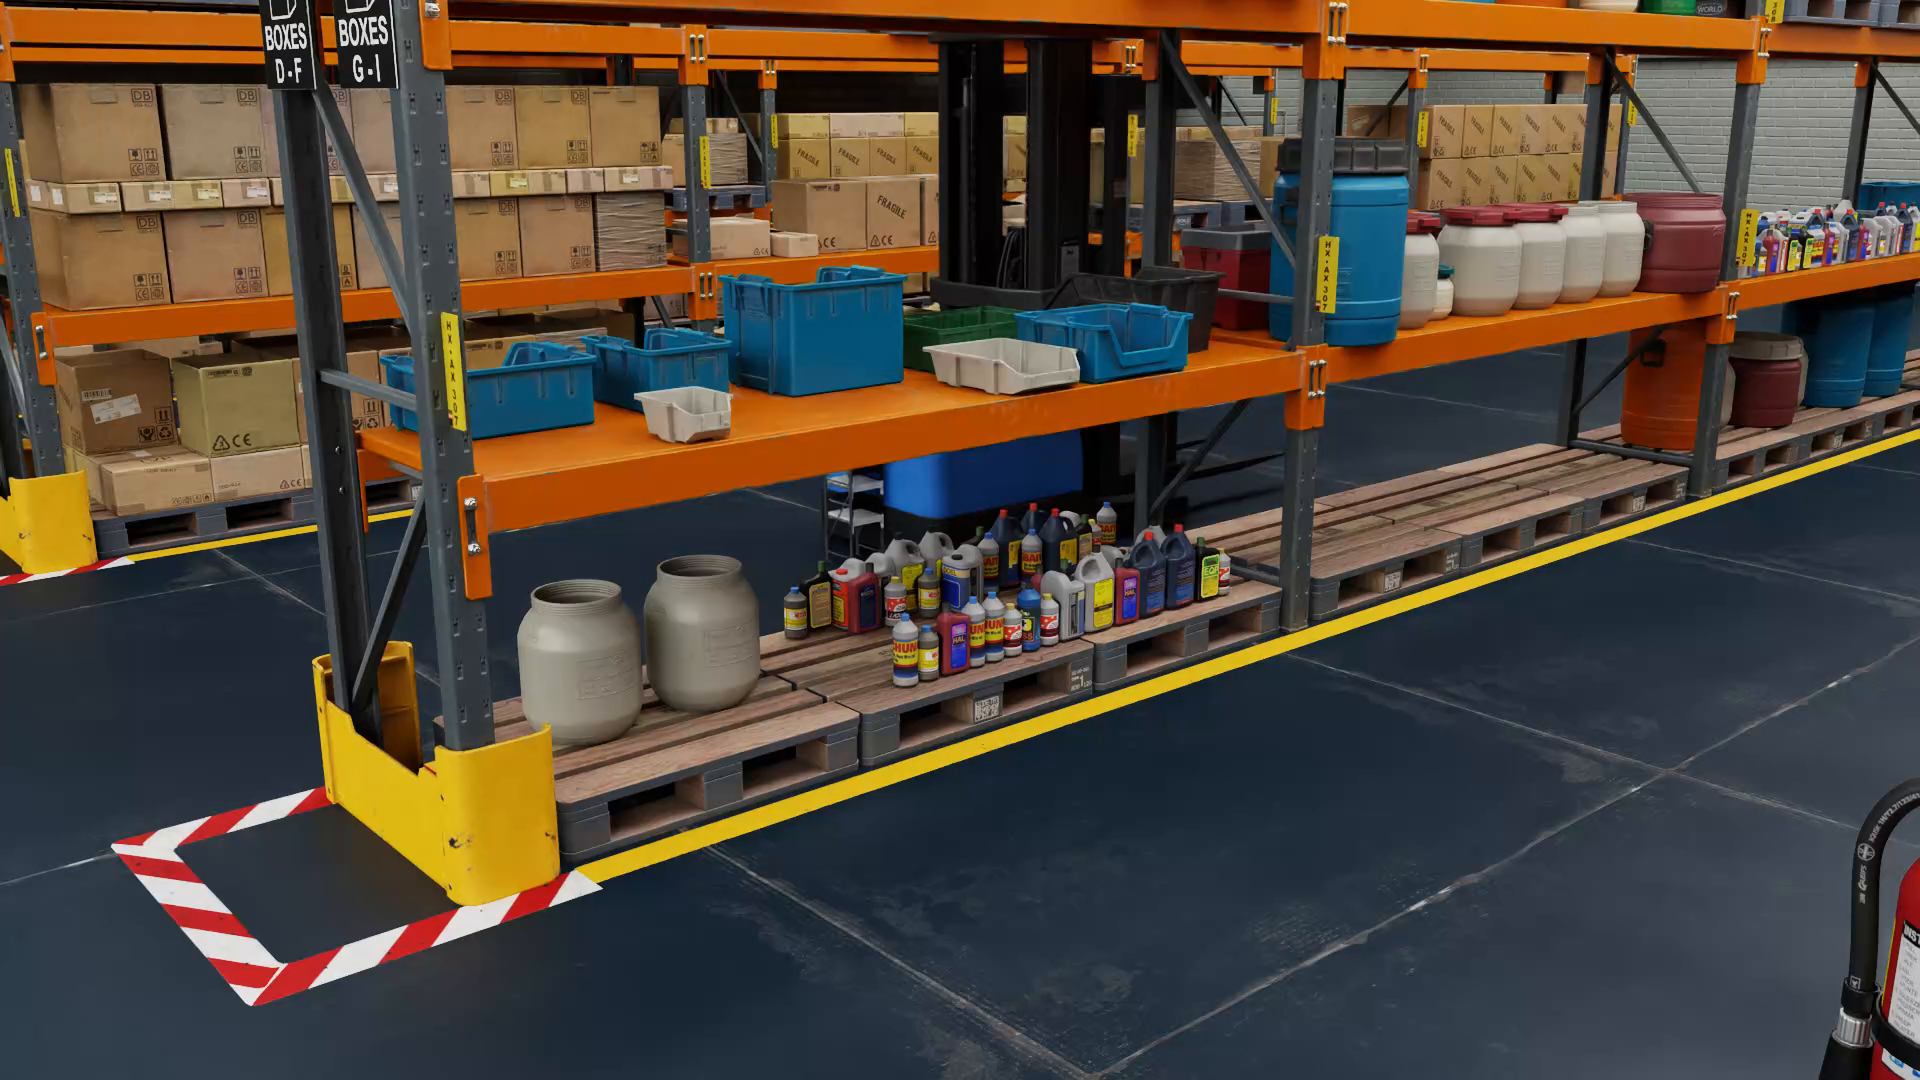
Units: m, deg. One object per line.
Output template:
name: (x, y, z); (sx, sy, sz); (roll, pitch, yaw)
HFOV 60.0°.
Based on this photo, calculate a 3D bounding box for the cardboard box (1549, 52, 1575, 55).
cardboard box: (6.074, -5.190, 17.347); (0.500, 0.250, 0.500); (-13, 19, -39)

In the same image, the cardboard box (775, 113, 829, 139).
cardboard box: (-1.715, -4.326, 17.371); (0.500, 0.250, 0.500); (-12, 19, -38)

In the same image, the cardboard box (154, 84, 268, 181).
cardboard box: (-4.235, -2.262, 9.199); (0.500, 0.500, 0.700); (-13, 20, -41)

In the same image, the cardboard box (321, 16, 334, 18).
cardboard box: (-5.486, -4.426, 13.962); (0.500, 0.500, 0.500); (-12, 19, -38)

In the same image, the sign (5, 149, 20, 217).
sign: (-4.669, -1.759, 8.191); (0.005, 0.325, 0.100); (-13, 19, -39)

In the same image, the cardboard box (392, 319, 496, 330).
cardboard box: (-3.321, -1.139, 10.762); (0.500, 0.500, 0.500); (-13, 19, -39)

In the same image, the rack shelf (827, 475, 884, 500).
rack shelf: (-0.556, -0.281, 8.687); (0.200, 0.077, 0.258); (-12, 19, -39)

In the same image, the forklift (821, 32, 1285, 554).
forklift: (0.684, -1.566, 9.432); (3.031, 2.935, 1.130); (-12, 19, -39)

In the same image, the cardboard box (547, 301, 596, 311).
cardboard box: (-3.953, -2.361, 16.270); (0.500, 0.500, 0.700); (-12, 19, -39)

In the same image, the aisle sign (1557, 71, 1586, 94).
aisle sign: (6.900, -5.447, 18.791); (0.004, 0.787, 0.394); (-13, 19, -39)

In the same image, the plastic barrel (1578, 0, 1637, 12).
plastic barrel: (3.449, -2.923, 8.837); (0.301, 0.262, 0.301); (0, 15, 0)

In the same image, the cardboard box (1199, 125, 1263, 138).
cardboard box: (3.409, -5.142, 22.107); (0.700, 0.700, 0.980); (-12, 19, -37)

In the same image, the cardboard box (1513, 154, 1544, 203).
cardboard box: (5.733, -3.784, 17.410); (0.500, 0.500, 0.500); (-13, 20, -40)

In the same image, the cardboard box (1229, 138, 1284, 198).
cardboard box: (2.732, -3.384, 15.099); (0.700, 0.500, 0.500); (10, 18, 33)

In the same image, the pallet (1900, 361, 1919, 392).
pallet: (7.802, -1.264, 13.574); (1.213, 0.211, 1.003); (-13, 19, -39)

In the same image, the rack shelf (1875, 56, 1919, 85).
rack shelf: (8.781, -3.920, 13.694); (4.000, 0.370, 1.077); (-13, 19, -39)

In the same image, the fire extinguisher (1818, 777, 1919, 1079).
fire extinguisher: (1.082, 0.485, 1.772); (0.183, 0.674, 0.296); (-13, 19, -39)

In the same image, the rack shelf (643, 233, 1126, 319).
rack shelf: (-0.502, -2.080, 12.620); (4.000, 0.370, 1.077); (-13, 19, -39)

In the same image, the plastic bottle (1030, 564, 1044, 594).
plastic bottle: (0.357, 0.234, 6.972); (0.133, 0.283, 0.061); (-13, 19, -39)

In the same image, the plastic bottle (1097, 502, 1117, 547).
plastic bottle: (0.709, -0.050, 8.059); (0.097, 0.271, 0.097); (0, 15, 0)

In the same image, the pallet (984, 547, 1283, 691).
pallet: (0.704, 0.329, 7.610); (1.213, 0.211, 1.003); (-13, 19, -39)

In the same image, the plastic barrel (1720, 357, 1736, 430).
plastic barrel: (4.980, -1.002, 11.195); (0.421, 0.512, 0.421); (0, 15, 0)

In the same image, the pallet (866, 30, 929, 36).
pallet: (-0.289, -3.802, 12.226); (1.213, 0.211, 1.003); (-12, 19, -37)

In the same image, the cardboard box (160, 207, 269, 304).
cardboard box: (-4.275, -1.626, 9.332); (0.500, 0.500, 0.700); (-12, 19, -38)

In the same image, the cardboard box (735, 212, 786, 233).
cardboard box: (-1.468, -2.209, 11.967); (0.258, 0.266, 0.396); (-13, 20, -41)

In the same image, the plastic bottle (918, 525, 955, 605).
plastic bottle: (-0.107, 0.103, 7.332); (0.185, 0.351, 0.144); (-13, 20, -40)

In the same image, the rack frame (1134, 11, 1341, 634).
rack frame: (1.238, -1.124, 7.646); (0.127, 3.000, 1.000); (-13, 19, -39)

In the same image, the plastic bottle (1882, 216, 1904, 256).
plastic bottle: (6.531, -2.142, 11.698); (0.135, 0.276, 0.152); (-13, 19, -39)

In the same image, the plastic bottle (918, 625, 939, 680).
plastic bottle: (-0.130, 0.429, 6.402); (0.097, 0.201, 0.097); (0, 15, 0)

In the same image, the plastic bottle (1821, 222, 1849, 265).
plastic bottle: (5.840, -1.987, 11.117); (0.135, 0.276, 0.152); (-13, 19, -39)

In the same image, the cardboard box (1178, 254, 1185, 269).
cardboard box: (2.367, -2.522, 15.419); (0.500, 0.250, 0.500); (-13, 20, -40)

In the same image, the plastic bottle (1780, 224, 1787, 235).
plastic bottle: (5.896, -2.162, 11.916); (0.097, 0.201, 0.097); (0, 15, 0)

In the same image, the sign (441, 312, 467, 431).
sign: (-1.422, -0.472, 4.670); (0.005, 0.325, 0.100); (-13, 19, -39)

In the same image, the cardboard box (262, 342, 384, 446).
cardboard box: (-3.733, -0.868, 9.748); (0.500, 0.500, 0.500); (-13, 19, -39)

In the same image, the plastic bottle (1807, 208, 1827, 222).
plastic bottle: (6.397, -2.353, 12.488); (0.135, 0.276, 0.152); (-13, 19, -39)

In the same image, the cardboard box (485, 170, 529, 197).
cardboard box: (-2.844, -2.191, 10.189); (0.250, 0.149, 0.380); (-13, 20, -40)

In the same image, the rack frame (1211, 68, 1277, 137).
rack frame: (3.787, -5.086, 22.477); (0.127, 3.000, 1.000); (-13, 19, -39)

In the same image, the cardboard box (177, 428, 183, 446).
cardboard box: (-4.449, -0.521, 9.904); (0.500, 0.250, 0.500); (-13, 19, -39)

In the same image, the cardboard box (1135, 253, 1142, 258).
cardboard box: (2.171, -3.681, 21.248); (0.500, 0.500, 0.700); (-12, 19, -38)

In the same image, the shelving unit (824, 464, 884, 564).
shelving unit: (-0.556, -0.313, 8.679); (0.210, 0.900, 0.258); (-12, 19, -39)

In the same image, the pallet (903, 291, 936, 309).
pallet: (-0.684, -2.708, 18.978); (1.213, 0.211, 1.003); (-13, 19, -39)

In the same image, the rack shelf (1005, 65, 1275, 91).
rack shelf: (2.278, -5.848, 20.914); (4.000, 0.370, 1.077); (-13, 19, -39)

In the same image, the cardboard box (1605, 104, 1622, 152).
cardboard box: (6.886, -4.524, 18.244); (0.500, 0.500, 0.500); (-13, 20, -40)

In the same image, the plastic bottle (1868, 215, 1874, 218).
plastic bottle: (6.436, -2.161, 11.778); (0.097, 0.271, 0.097); (0, 15, 0)

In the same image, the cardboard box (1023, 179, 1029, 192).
cardboard box: (0.700, -4.184, 19.549); (0.250, 0.149, 0.380); (-12, 19, -39)

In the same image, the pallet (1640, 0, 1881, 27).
pallet: (4.896, -3.270, 10.234); (1.213, 0.211, 1.003); (-13, 19, -39)

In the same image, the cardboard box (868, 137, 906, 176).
cardboard box: (-0.938, -4.135, 18.110); (0.500, 0.500, 0.500); (-13, 20, -40)

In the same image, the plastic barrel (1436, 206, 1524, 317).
plastic barrel: (2.657, -1.433, 8.541); (0.433, 0.535, 0.433); (0, 15, 0)

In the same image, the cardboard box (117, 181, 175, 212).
cardboard box: (-4.394, -1.843, 8.886); (0.250, 0.149, 0.380); (-13, 20, -41)

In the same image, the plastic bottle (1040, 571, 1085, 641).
plastic bottle: (0.427, 0.258, 6.895); (0.135, 0.276, 0.152); (-12, 19, -38)

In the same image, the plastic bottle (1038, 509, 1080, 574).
plastic bottle: (0.451, 0.027, 7.616); (0.185, 0.351, 0.144); (-13, 19, -39)

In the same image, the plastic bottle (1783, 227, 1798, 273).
plastic bottle: (5.274, -1.848, 10.582); (0.133, 0.283, 0.061); (-13, 19, -39)

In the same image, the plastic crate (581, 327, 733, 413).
plastic crate: (-1.105, -0.627, 6.071); (0.408, 0.251, 0.499); (-13, 19, -39)
